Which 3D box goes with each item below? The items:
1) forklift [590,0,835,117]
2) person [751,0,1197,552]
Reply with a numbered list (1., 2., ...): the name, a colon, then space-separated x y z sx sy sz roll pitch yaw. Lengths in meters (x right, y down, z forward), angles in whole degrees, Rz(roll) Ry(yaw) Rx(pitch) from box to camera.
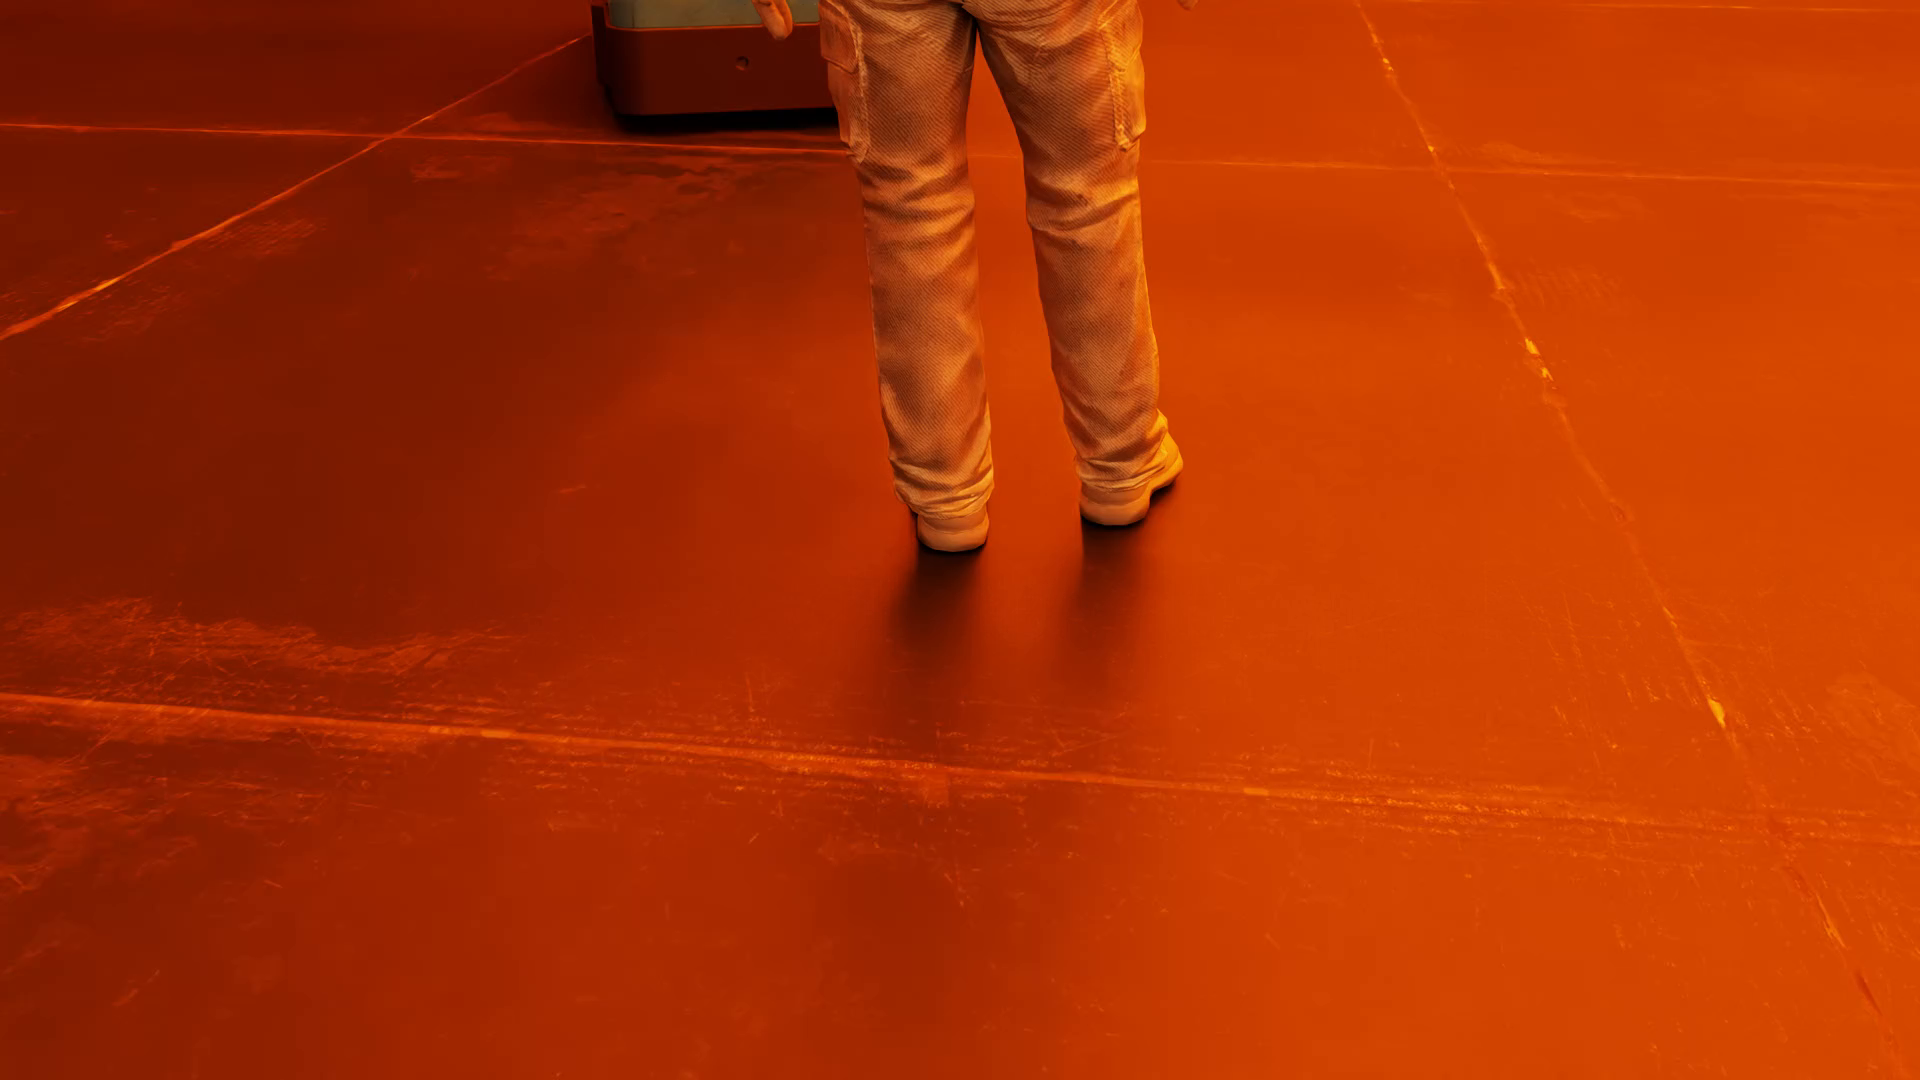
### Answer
1. forklift: -0.786 -3.171 5.572 1.130 2.935 3.031 -5 27 -11
2. person: 0.019 -0.833 2.162 0.656 1.777 0.577 3 27 7
